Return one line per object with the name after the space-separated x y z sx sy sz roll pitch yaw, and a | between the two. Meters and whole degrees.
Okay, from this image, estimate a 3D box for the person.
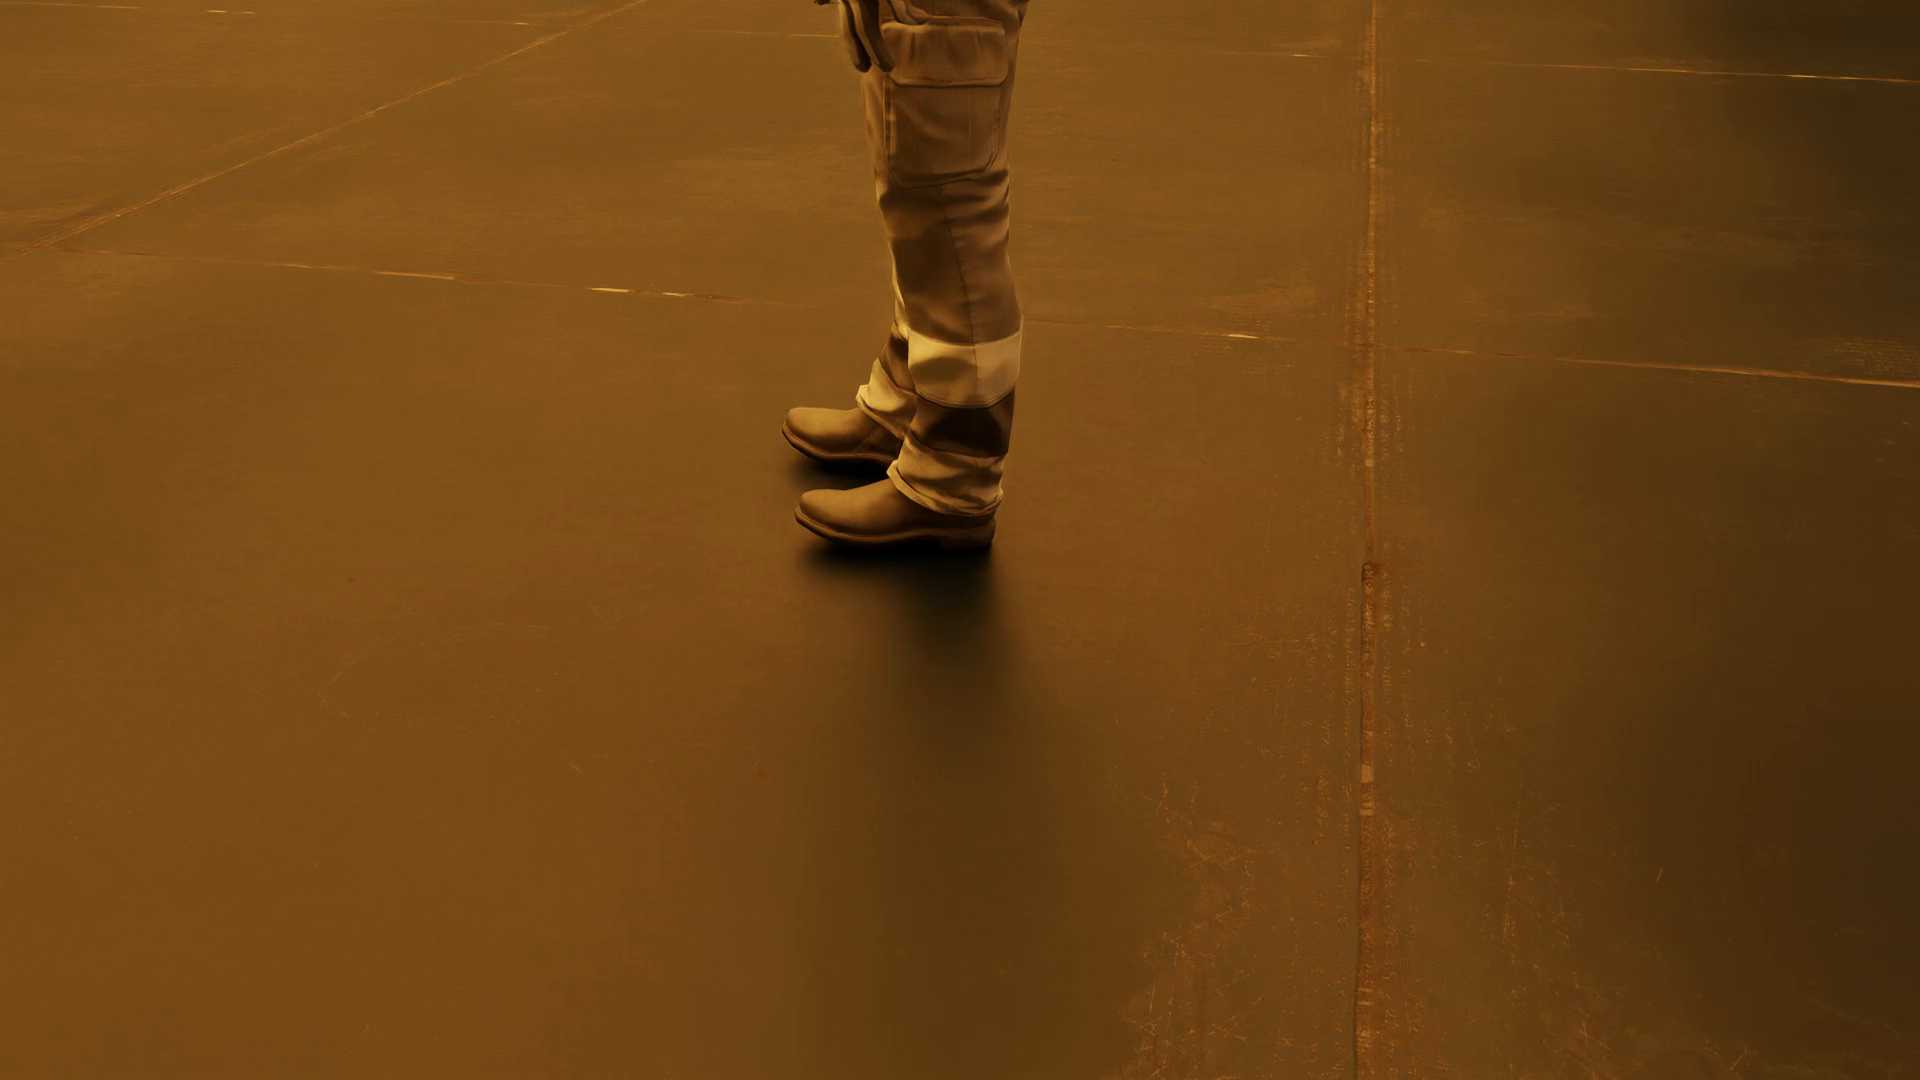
-0.076 -0.819 2.120 0.562 1.790 0.637 6 27 11 | person
